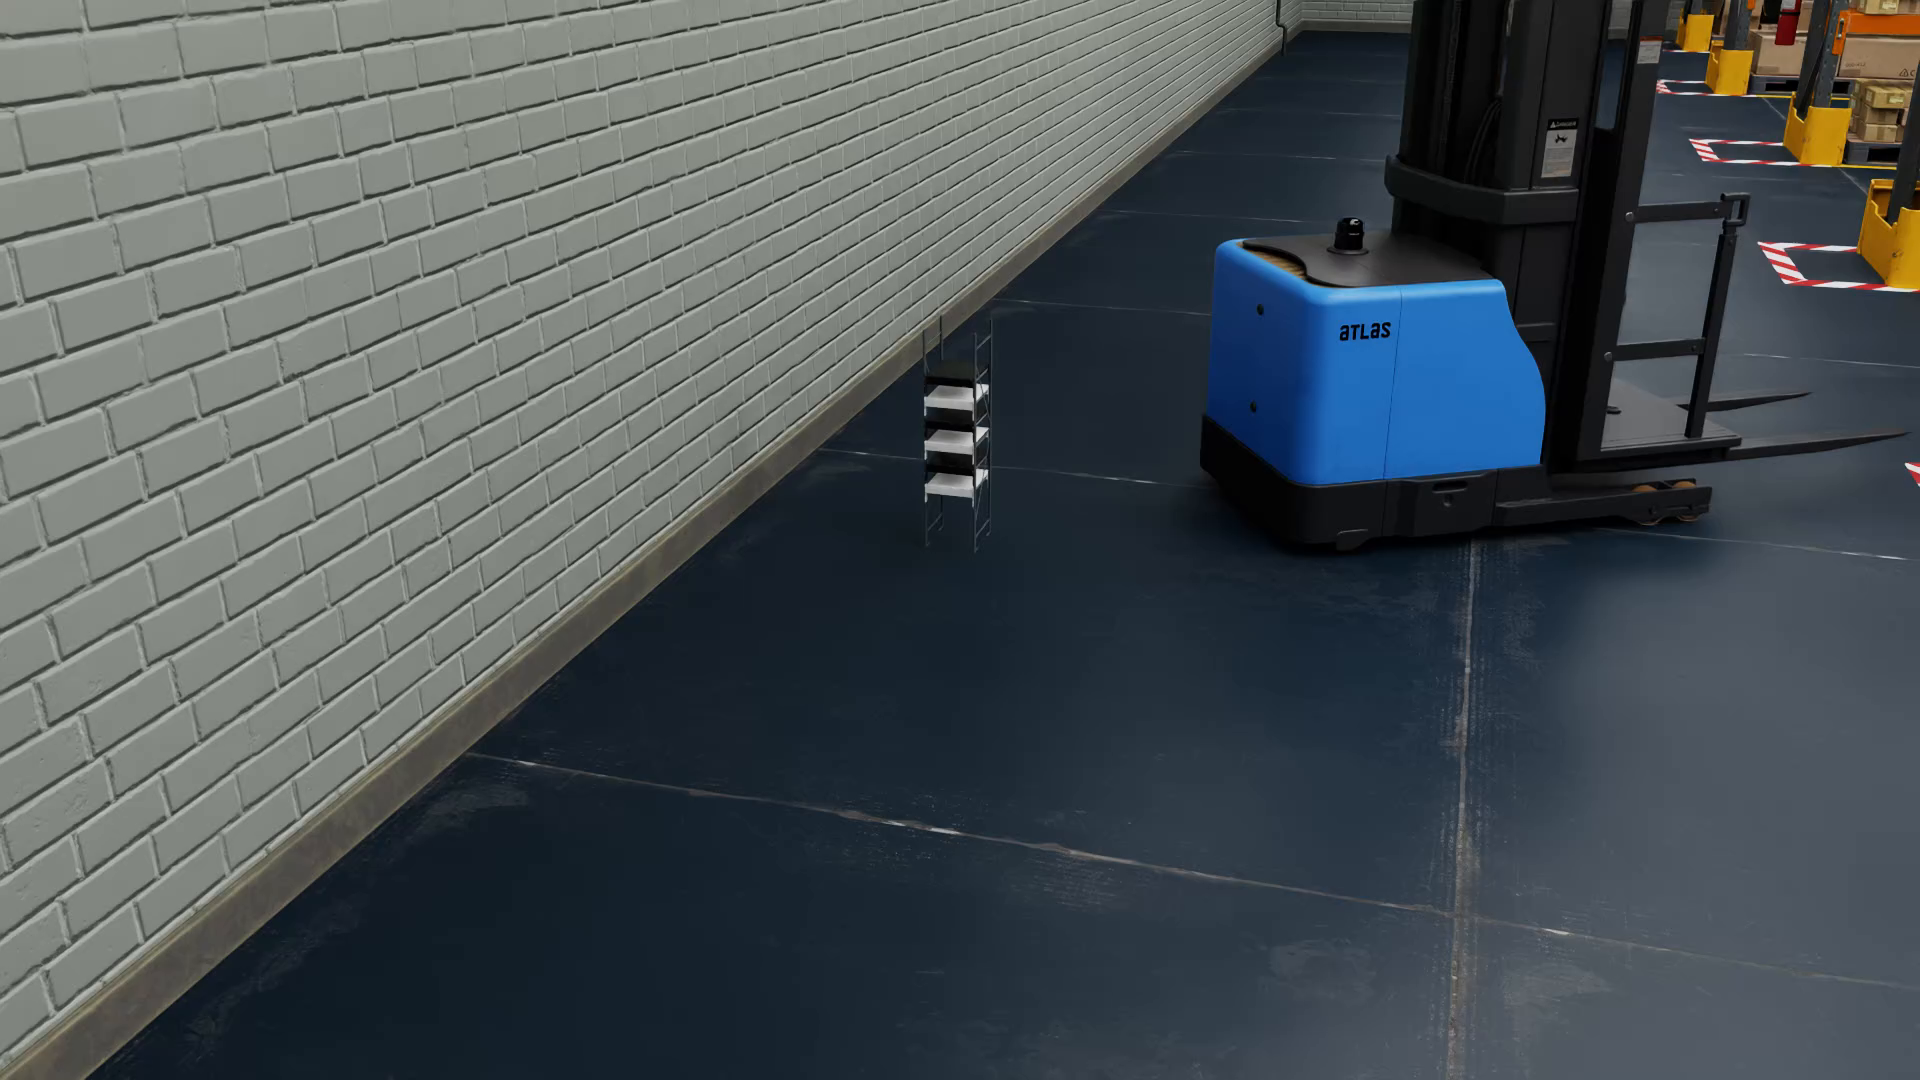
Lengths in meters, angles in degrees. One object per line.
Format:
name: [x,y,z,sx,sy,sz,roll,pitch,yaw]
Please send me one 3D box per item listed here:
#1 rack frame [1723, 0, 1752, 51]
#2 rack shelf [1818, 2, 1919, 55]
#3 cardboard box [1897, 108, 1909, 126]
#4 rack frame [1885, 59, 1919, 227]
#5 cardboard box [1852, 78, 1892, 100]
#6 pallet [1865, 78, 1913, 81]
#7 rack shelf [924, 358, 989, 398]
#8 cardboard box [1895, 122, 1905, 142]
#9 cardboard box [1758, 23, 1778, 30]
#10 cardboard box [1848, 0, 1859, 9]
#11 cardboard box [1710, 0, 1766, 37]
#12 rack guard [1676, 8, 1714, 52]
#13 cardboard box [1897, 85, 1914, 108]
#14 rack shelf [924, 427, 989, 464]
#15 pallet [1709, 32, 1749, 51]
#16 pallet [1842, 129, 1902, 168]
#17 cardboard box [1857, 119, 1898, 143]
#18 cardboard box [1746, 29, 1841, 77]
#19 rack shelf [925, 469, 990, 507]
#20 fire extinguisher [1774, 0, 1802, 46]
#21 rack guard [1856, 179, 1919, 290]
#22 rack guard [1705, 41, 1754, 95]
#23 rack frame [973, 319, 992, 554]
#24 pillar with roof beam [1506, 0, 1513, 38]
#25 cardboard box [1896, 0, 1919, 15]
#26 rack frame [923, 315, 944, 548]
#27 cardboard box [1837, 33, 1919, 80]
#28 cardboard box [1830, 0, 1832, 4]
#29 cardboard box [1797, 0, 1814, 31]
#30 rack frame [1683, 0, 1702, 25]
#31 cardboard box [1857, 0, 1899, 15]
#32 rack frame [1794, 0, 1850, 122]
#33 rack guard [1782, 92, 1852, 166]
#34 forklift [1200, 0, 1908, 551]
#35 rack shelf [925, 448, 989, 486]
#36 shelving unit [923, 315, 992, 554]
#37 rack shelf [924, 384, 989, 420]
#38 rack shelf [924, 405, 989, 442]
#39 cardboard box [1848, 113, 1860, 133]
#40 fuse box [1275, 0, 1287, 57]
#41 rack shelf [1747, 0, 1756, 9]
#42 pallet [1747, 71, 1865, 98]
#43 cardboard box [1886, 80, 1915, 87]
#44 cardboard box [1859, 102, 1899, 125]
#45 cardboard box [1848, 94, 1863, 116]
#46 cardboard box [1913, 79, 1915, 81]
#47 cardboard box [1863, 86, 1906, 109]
rack frame: [9.219,-6.809,19.417,0.127,3.000,1.000,7,23,16]
rack shelf: [9.801,-4.447,14.608,4.000,0.370,1.077,7,23,16]
cardboard box: [8.560,-3.811,14.920,0.250,0.149,0.380,6,23,15]
rack frame: [6.357,-3.208,10.639,0.127,3.000,1.000,7,23,16]
cardboard box: [8.466,-4.184,15.437,0.250,0.149,0.380,7,23,16]
pallet: [11.172,-5.325,19.474,1.213,0.211,1.003,7,23,16]
rack shelf: [-0.008,-0.636,6.512,0.200,0.077,0.258,7,23,16]
cardboard box: [8.570,-3.702,15.046,0.250,0.149,0.380,6,23,15]
cardboard box: [11.603,-7.326,23.881,0.250,0.149,0.380,6,23,13]
cardboard box: [8.280,-4.950,15.217,0.250,0.149,0.380,7,23,16]
cardboard box: [11.208,-7.551,23.961,0.637,0.503,0.797,6,23,13]
rack guard: [10.722,-7.448,24.269,0.348,0.500,1.175,7,23,16]
cardboard box: [8.588,-3.983,14.946,0.250,0.149,0.380,7,23,16]
rack shelf: [-0.008,-0.386,6.614,0.200,0.077,0.258,7,23,16]
pallet: [11.486,-7.227,24.111,1.213,0.211,1.003,7,23,16]
pallet: [8.727,-3.599,15.266,1.213,0.211,1.003,7,23,16]
cardboard box: [8.295,-3.701,15.043,0.250,0.149,0.380,7,23,17]
cardboard box: [9.880,-5.782,19.736,0.875,0.438,0.875,6,23,14]
rack shelf: [-0.008,-0.220,6.682,0.200,0.077,0.258,7,23,16]
fire extinguisher: [7.778,-4.986,15.567,0.183,0.674,0.296,7,23,16]
rack guard: [6.334,-2.055,11.120,0.348,0.500,1.175,7,23,16]
rack guard: [9.196,-5.655,19.898,0.348,0.500,1.175,7,23,16]
rack frame: [0.090,-0.406,6.574,0.006,0.900,0.240,7,23,16]
pillar with roof beam: [7.085,-10.447,20.382,0.400,9.000,9.100,7,23,16]
cardboard box: [8.357,-4.716,14.645,0.250,0.149,0.380,7,23,17]
rack frame: [-0.105,-0.428,6.629,0.006,0.900,0.240,7,23,16]
cardboard box: [10.759,-5.685,19.499,0.875,0.438,0.875,7,23,17]
cardboard box: [12.492,-7.347,23.469,0.500,0.500,0.500,7,23,17]
cardboard box: [12.015,-7.441,23.699,0.500,0.500,0.700,8,23,18]
rack frame: [10.650,-8.613,23.815,0.127,3.000,1.000,7,23,16]
cardboard box: [8.102,-4.729,14.676,0.250,0.149,0.380,6,23,15]
rack frame: [7.886,-4.999,15.006,0.127,3.000,1.000,7,23,16]
rack guard: [7.959,-3.835,15.460,0.348,0.500,1.175,7,23,16]
forklift: [2.640,-1.602,6.813,3.031,2.935,1.130,-6,23,-14]
rack shelf: [-0.008,-0.303,6.648,0.200,0.077,0.258,7,23,16]
shelving unit: [-0.008,-0.417,6.601,0.210,0.900,0.258,7,23,16]
rack shelf: [-0.008,-0.553,6.546,0.200,0.077,0.258,7,23,16]
rack shelf: [-0.008,-0.470,6.580,0.200,0.077,0.258,7,23,16]
cardboard box: [8.450,-3.893,15.511,0.250,0.149,0.380,7,23,16]
fuse box: [4.561,-7.570,22.970,0.414,1.711,0.539,7,23,16]
rack shelf: [11.134,-6.257,19.019,4.000,0.370,1.077,7,23,16]
pallet: [10.007,-5.460,19.802,1.213,0.211,1.003,7,23,16]
cardboard box: [8.690,-4.136,15.319,0.250,0.149,0.380,7,23,17]
cardboard box: [8.314,-3.862,15.043,0.250,0.149,0.380,8,23,18]
cardboard box: [8.474,-4.058,15.522,0.250,0.149,0.380,6,23,14]
cardboard box: [8.975,-4.153,15.362,0.250,0.149,0.380,6,23,14]
cardboard box: [8.290,-3.969,14.913,0.250,0.149,0.380,5,23,13]
